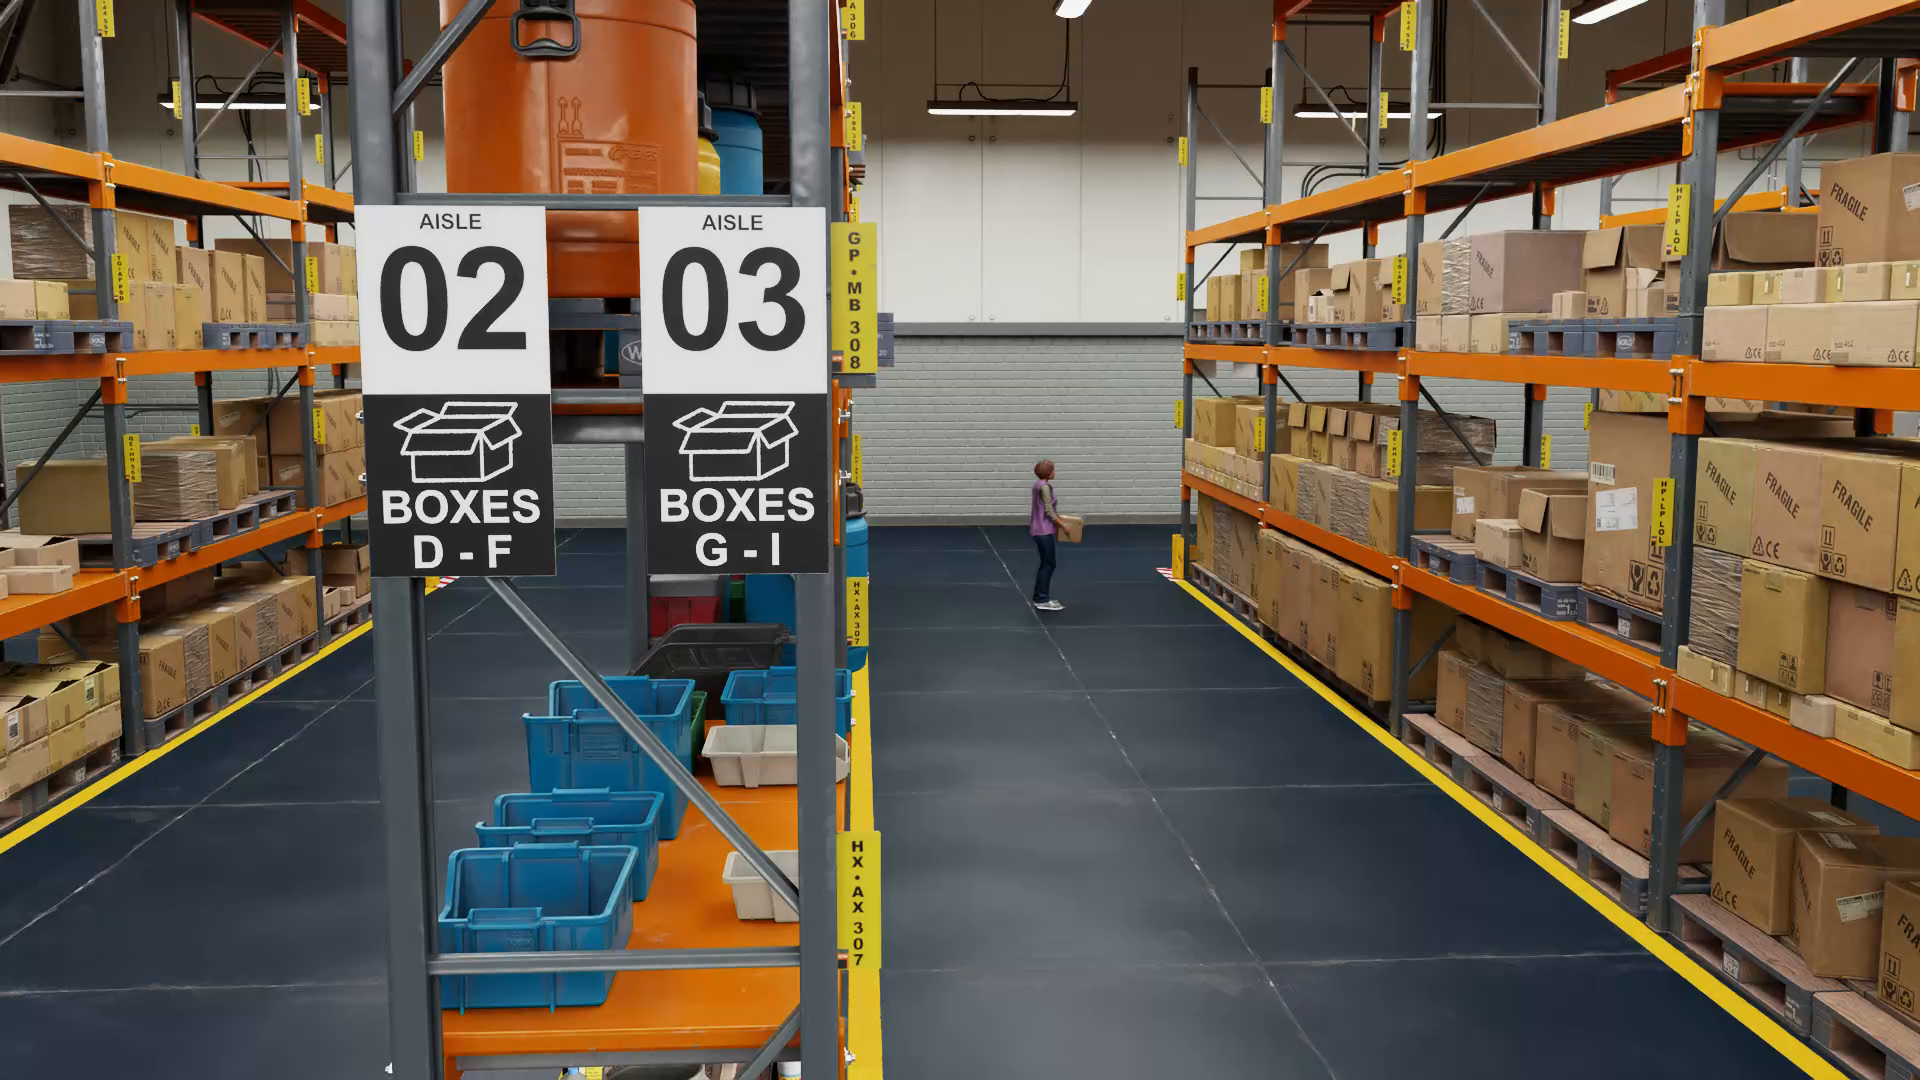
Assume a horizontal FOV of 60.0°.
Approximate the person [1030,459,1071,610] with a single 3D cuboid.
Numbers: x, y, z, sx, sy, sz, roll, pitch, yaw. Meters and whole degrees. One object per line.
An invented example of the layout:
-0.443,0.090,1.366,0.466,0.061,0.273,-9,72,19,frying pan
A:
0.966,-0.065,17.780,0.436,1.603,0.443,-1,7,-4,person
